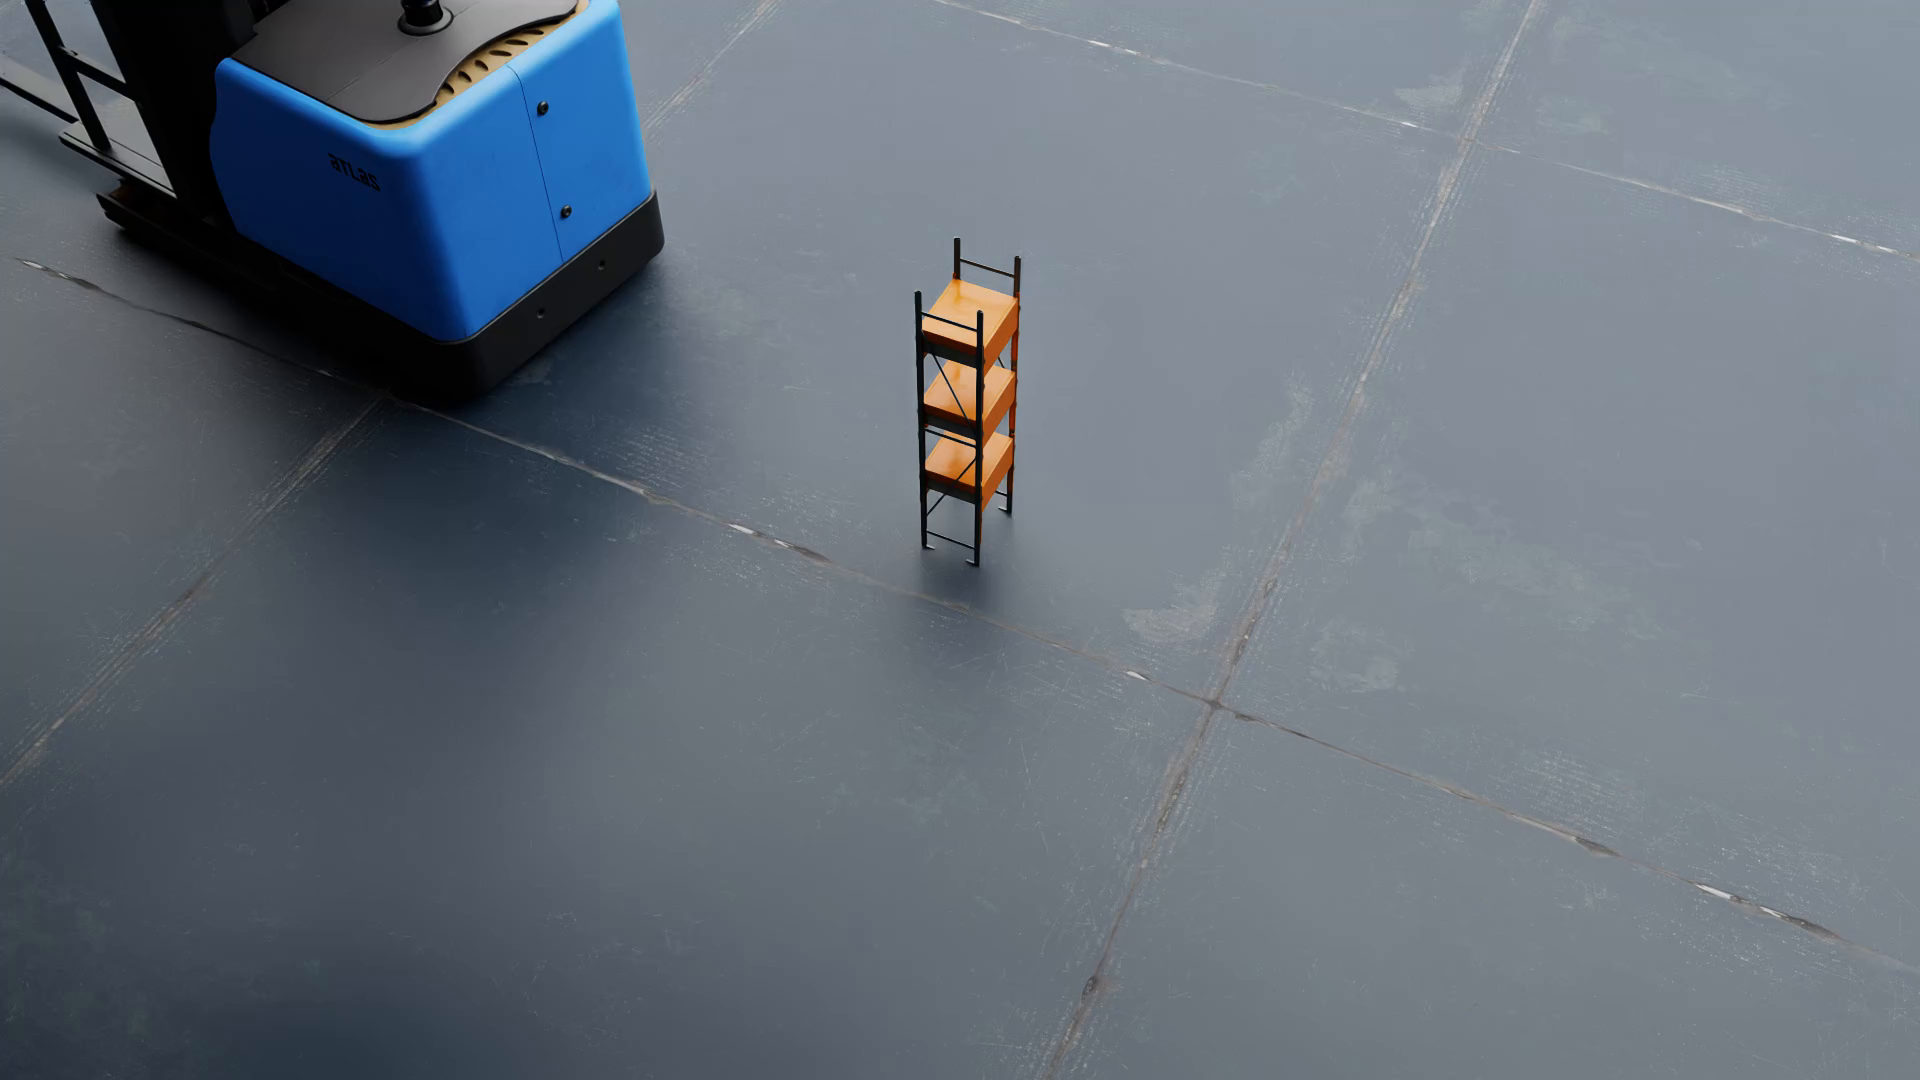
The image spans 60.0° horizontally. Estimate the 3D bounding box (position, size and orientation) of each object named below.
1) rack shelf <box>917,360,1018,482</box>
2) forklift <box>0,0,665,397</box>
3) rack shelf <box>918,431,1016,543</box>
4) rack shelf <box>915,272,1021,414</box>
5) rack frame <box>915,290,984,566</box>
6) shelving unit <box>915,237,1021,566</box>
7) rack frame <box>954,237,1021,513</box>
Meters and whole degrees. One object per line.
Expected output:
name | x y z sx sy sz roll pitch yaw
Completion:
rack shelf | 0.023 -0.370 4.890 0.215 0.259 0.240 20 52 16
forklift | -2.585 -2.328 5.307 3.031 2.935 1.130 27 55 21
rack shelf | 0.023 -0.190 5.101 0.215 0.259 0.240 20 52 16
rack shelf | 0.023 -0.554 4.673 0.215 0.259 0.240 20 52 16
rack frame | -0.029 -0.293 4.810 0.200 1.050 0.008 20 52 16
shelving unit | 0.023 -0.377 4.882 0.215 1.050 0.252 20 52 16
rack frame | 0.075 -0.461 4.953 0.200 1.050 0.008 20 52 16
